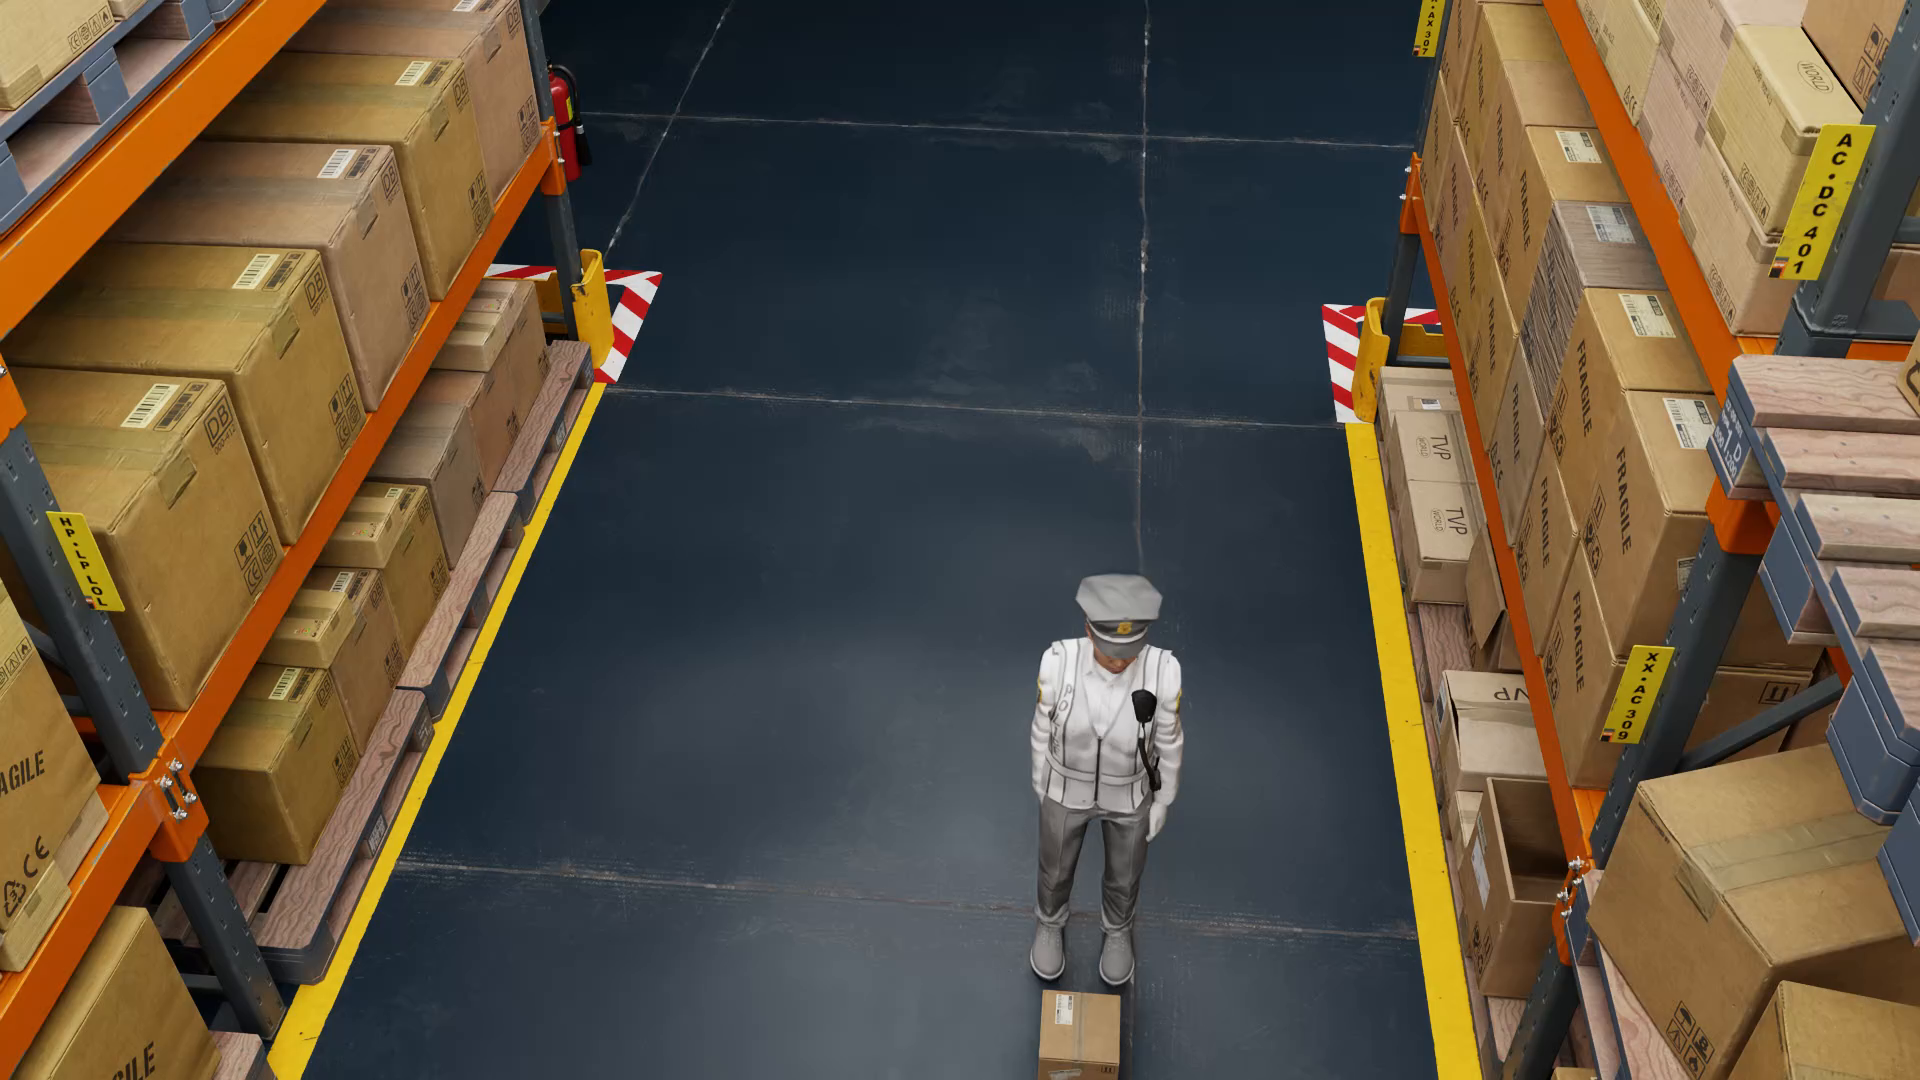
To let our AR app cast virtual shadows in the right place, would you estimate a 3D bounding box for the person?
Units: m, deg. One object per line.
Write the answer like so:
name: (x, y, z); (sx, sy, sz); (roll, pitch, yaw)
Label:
person: (0.449, 0.557, 5.032); (0.469, 0.608, 0.312); (4, 40, 5)
